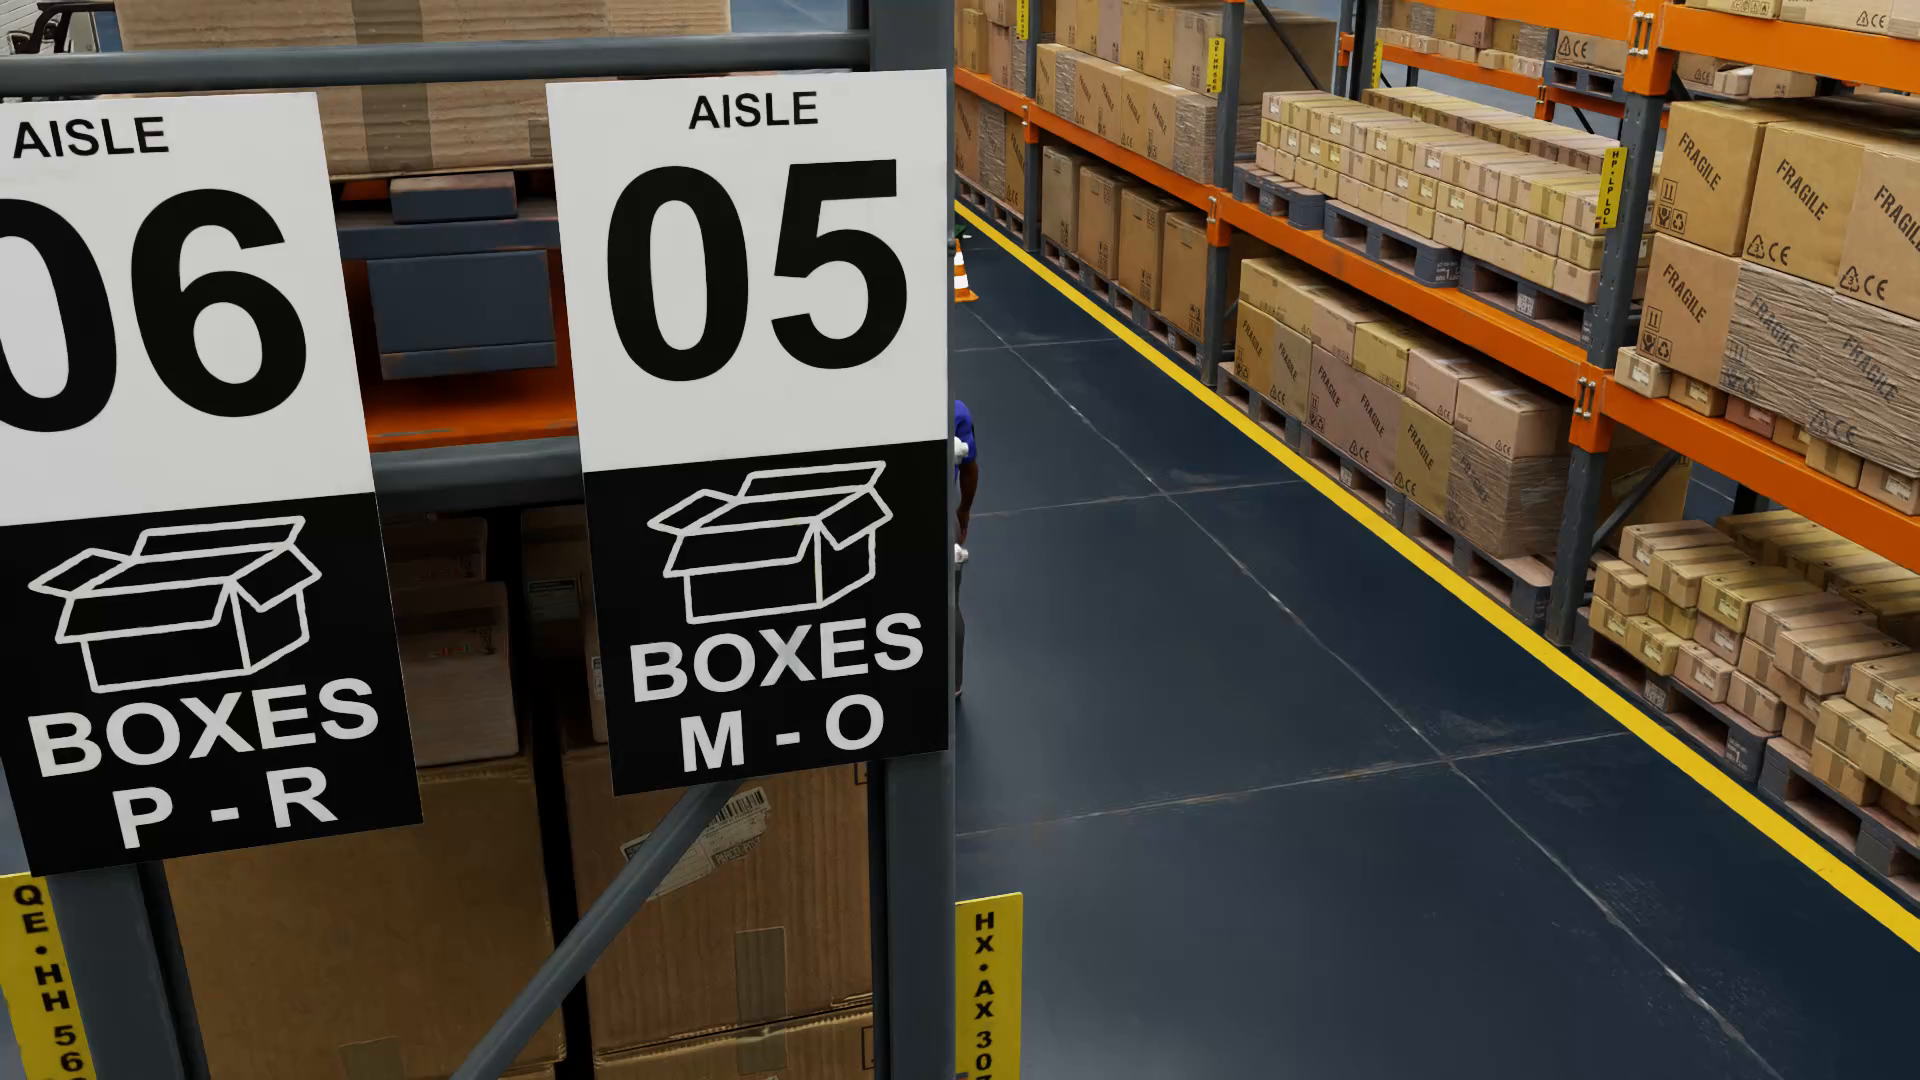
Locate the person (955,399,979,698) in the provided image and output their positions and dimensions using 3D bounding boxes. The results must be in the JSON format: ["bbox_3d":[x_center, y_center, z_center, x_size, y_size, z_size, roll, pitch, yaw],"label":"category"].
[{"bbox_3d":[-0.203,-0.050,6.701,0.570,1.654,0.504,-12,26,-27],"label":"person"}]
